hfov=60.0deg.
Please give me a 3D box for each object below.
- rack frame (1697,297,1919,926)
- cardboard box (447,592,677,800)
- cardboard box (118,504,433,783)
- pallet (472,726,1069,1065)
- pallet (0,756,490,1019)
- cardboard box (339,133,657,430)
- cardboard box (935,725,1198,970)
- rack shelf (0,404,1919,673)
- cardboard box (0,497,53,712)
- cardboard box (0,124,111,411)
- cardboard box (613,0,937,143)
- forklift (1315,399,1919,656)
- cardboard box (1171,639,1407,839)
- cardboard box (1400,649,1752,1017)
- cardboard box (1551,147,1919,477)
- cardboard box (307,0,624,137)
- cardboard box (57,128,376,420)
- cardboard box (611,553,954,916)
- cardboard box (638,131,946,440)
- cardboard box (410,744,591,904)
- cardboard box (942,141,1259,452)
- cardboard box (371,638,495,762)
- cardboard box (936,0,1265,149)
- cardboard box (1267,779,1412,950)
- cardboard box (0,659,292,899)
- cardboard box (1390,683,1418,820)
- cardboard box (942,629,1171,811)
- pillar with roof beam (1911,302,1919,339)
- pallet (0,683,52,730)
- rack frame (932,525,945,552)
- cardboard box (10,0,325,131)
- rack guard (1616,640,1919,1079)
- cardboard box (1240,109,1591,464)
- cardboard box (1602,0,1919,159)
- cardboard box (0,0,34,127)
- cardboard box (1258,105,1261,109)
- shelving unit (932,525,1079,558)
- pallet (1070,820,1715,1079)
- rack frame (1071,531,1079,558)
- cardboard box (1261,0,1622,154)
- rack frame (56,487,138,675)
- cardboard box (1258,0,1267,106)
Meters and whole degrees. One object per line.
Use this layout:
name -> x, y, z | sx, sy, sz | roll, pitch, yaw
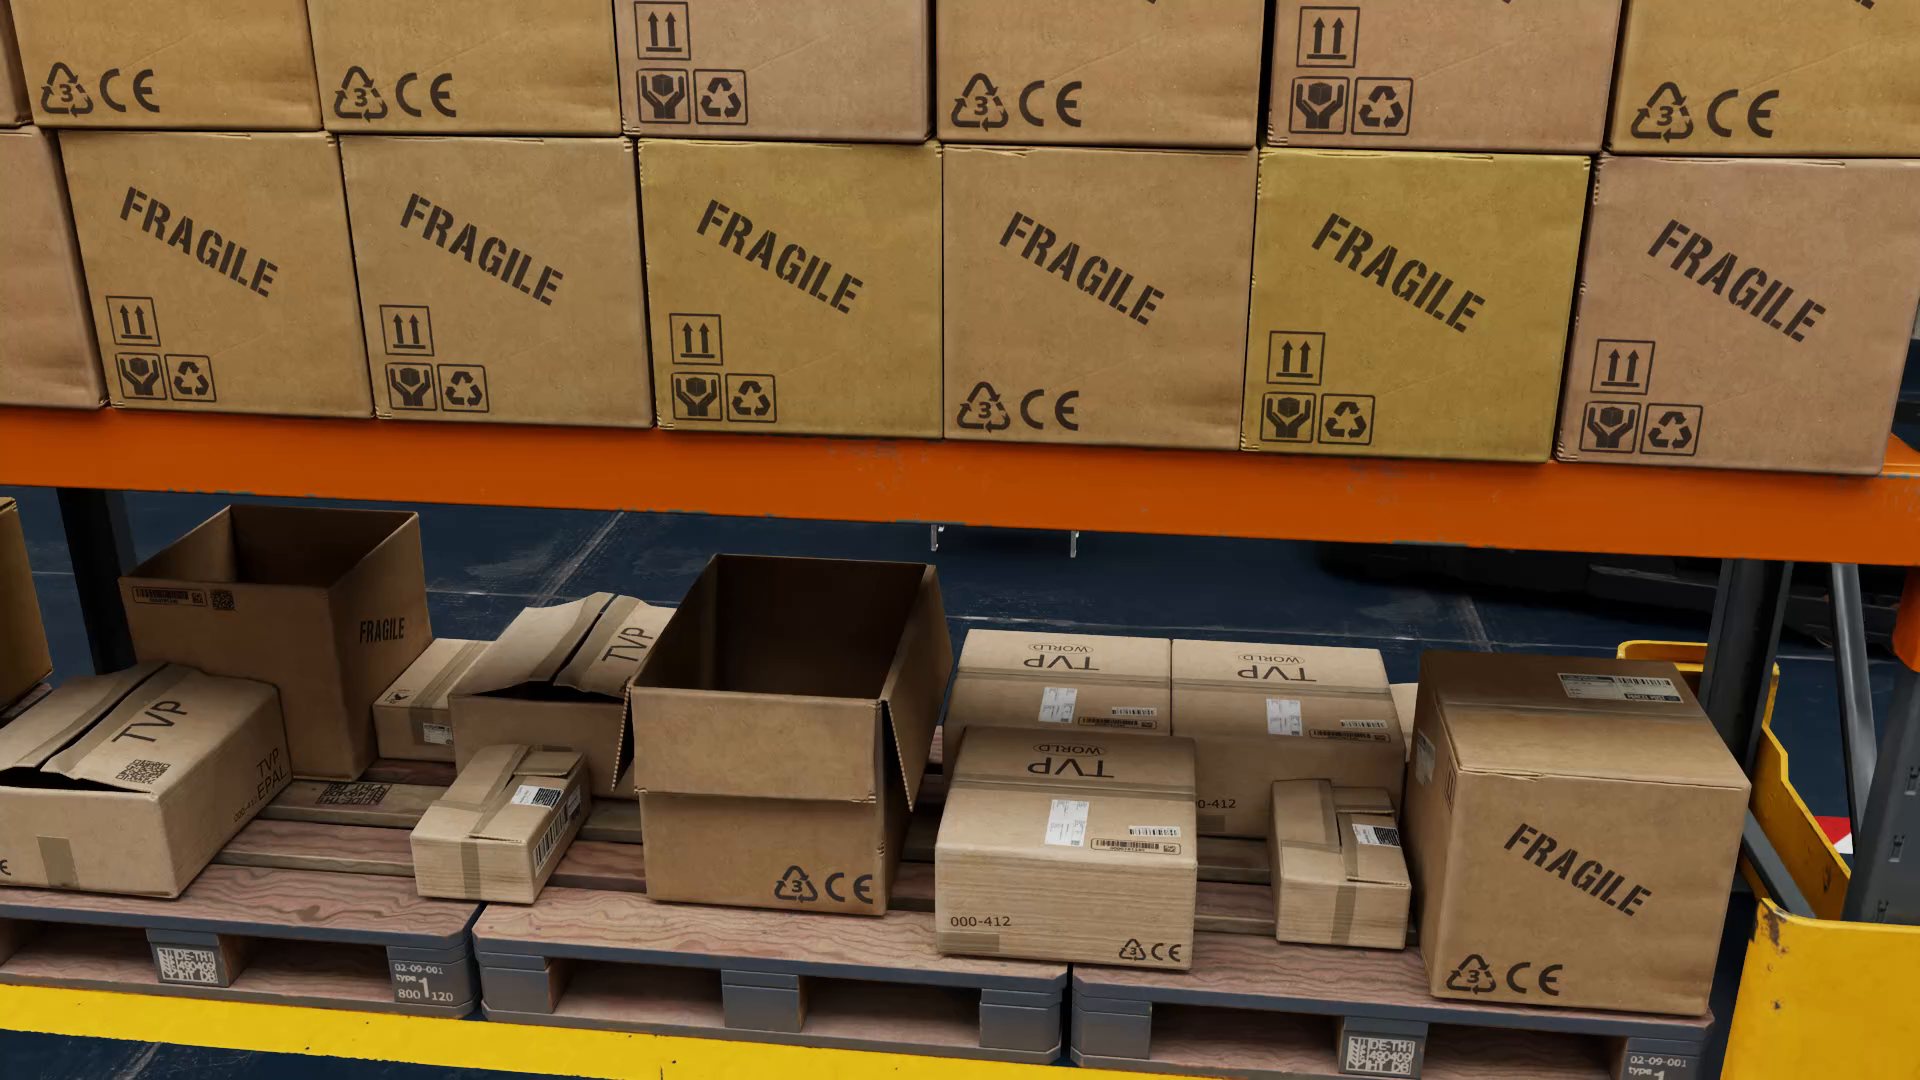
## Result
rack frame -> 1.738, -0.468, 3.045 | 0.127, 3.000, 1.000 | 2, 22, 6
cardboard box -> -0.891, 0.358, 4.014 | 0.500, 0.311, 0.500 | 2, 22, 6
cardboard box -> -1.635, 0.237, 4.061 | 0.500, 0.500, 0.500 | 2, 22, 6
pallet -> -0.338, 0.737, 3.788 | 1.213, 0.211, 1.003 | 2, 22, 6
pallet -> -1.553, 0.685, 3.919 | 1.213, 0.211, 1.003 | 2, 22, 6
cardboard box -> -0.755, -0.523, 3.047 | 0.500, 0.500, 0.500 | 2, 22, 6
cardboard box -> 0.229, 0.620, 3.433 | 0.500, 0.250, 0.500 | 2, 22, 6
rack shelf -> -0.249, -0.220, 3.396 | 4.000, 0.370, 1.077 | 2, 22, 6
cardboard box -> -2.686, 0.206, 4.139 | 0.500, 0.500, 0.500 | 2, 22, 4
cardboard box -> -1.761, -0.567, 3.157 | 0.500, 0.500, 0.500 | 3, 22, 8
cardboard box -> -0.264, -0.963, 2.801 | 0.500, 0.500, 0.500 | 3, 22, 8
forklift -> 2.782, -1.226, 5.055 | 3.031, 2.935, 1.130 | 8, 23, 19
cardboard box -> 0.734, 0.457, 3.846 | 0.500, 0.250, 0.500 | 2, 22, 6
cardboard box -> 1.169, 0.556, 3.256 | 0.500, 0.500, 0.500 | 2, 22, 6
cardboard box -> 1.261, -0.435, 2.824 | 0.500, 0.500, 0.500 | 3, 22, 8
cardboard box -> -0.777, -0.985, 2.856 | 0.500, 0.500, 0.500 | 2, 22, 5
cardboard box -> -1.252, -0.546, 3.104 | 0.500, 0.500, 0.500 | 3, 22, 7
cardboard box -> -0.368, 0.394, 3.660 | 0.637, 0.503, 0.797 | 2, 22, 6
cardboard box -> -0.250, -0.502, 2.993 | 0.500, 0.500, 0.500 | 2, 22, 6
cardboard box -> -0.983, 0.602, 3.592 | 0.250, 0.166, 0.380 | 2, 22, 6
cardboard box -> 0.250, -0.480, 2.937 | 0.500, 0.500, 0.500 | 3, 22, 7
cardboard box -> -1.256, 0.395, 4.140 | 0.250, 0.149, 0.380 | 2, 22, 6
cardboard box -> 0.246, -0.941, 2.744 | 0.500, 0.500, 0.500 | 3, 22, 8
cardboard box -> 0.777, 0.661, 3.444 | 0.250, 0.166, 0.380 | 2, 22, 6
cardboard box -> -1.843, 0.501, 3.650 | 0.500, 0.311, 0.500 | 2, 22, 6
cardboard box -> 1.114, 0.490, 3.876 | 0.250, 0.166, 0.380 | 2, 22, 6
cardboard box -> 0.238, 0.435, 3.901 | 0.500, 0.250, 0.500 | 2, 22, 6
pillar with roof beam -> 4.593, -3.694, 3.045 | 0.400, 9.000, 9.100 | 2, 22, 6
pallet -> -3.047, 0.634, 4.050 | 1.213, 0.211, 1.003 | 2, 22, 6
rack frame -> -0.078, -0.561, 5.728 | 0.015, 1.200, 0.240 | 2, 22, 6
cardboard box -> -1.287, -1.008, 2.913 | 0.500, 0.500, 0.500 | 2, 22, 5
rack guard -> 1.662, 0.691, 3.513 | 0.348, 0.500, 1.175 | 2, 22, 6
cardboard box -> 0.745, -0.456, 2.878 | 0.500, 0.500, 0.500 | 3, 22, 7
cardboard box -> 1.263, -0.899, 2.637 | 0.500, 0.500, 0.500 | 2, 22, 6
cardboard box -> -1.800, -1.030, 2.969 | 0.500, 0.500, 0.500 | 3, 22, 8
cardboard box -> 0.815, -0.651, 3.370 | 0.500, 0.500, 0.500 | 2, 22, 6
shelving unit -> 0.164, -0.551, 5.701 | 0.503, 1.200, 0.258 | 2, 22, 6
pallet -> 0.870, 0.791, 3.652 | 1.213, 0.211, 1.003 | 2, 22, 6
rack frame -> 0.407, -0.540, 5.674 | 0.015, 1.200, 0.240 | 2, 22, 6
cardboard box -> 0.761, -0.920, 2.692 | 0.500, 0.500, 0.500 | 3, 22, 8
rack frame -> -2.235, -0.642, 3.483 | 0.127, 3.000, 1.000 | 2, 22, 6
cardboard box -> 0.808, -1.115, 3.185 | 0.500, 0.500, 0.500 | 3, 22, 7
